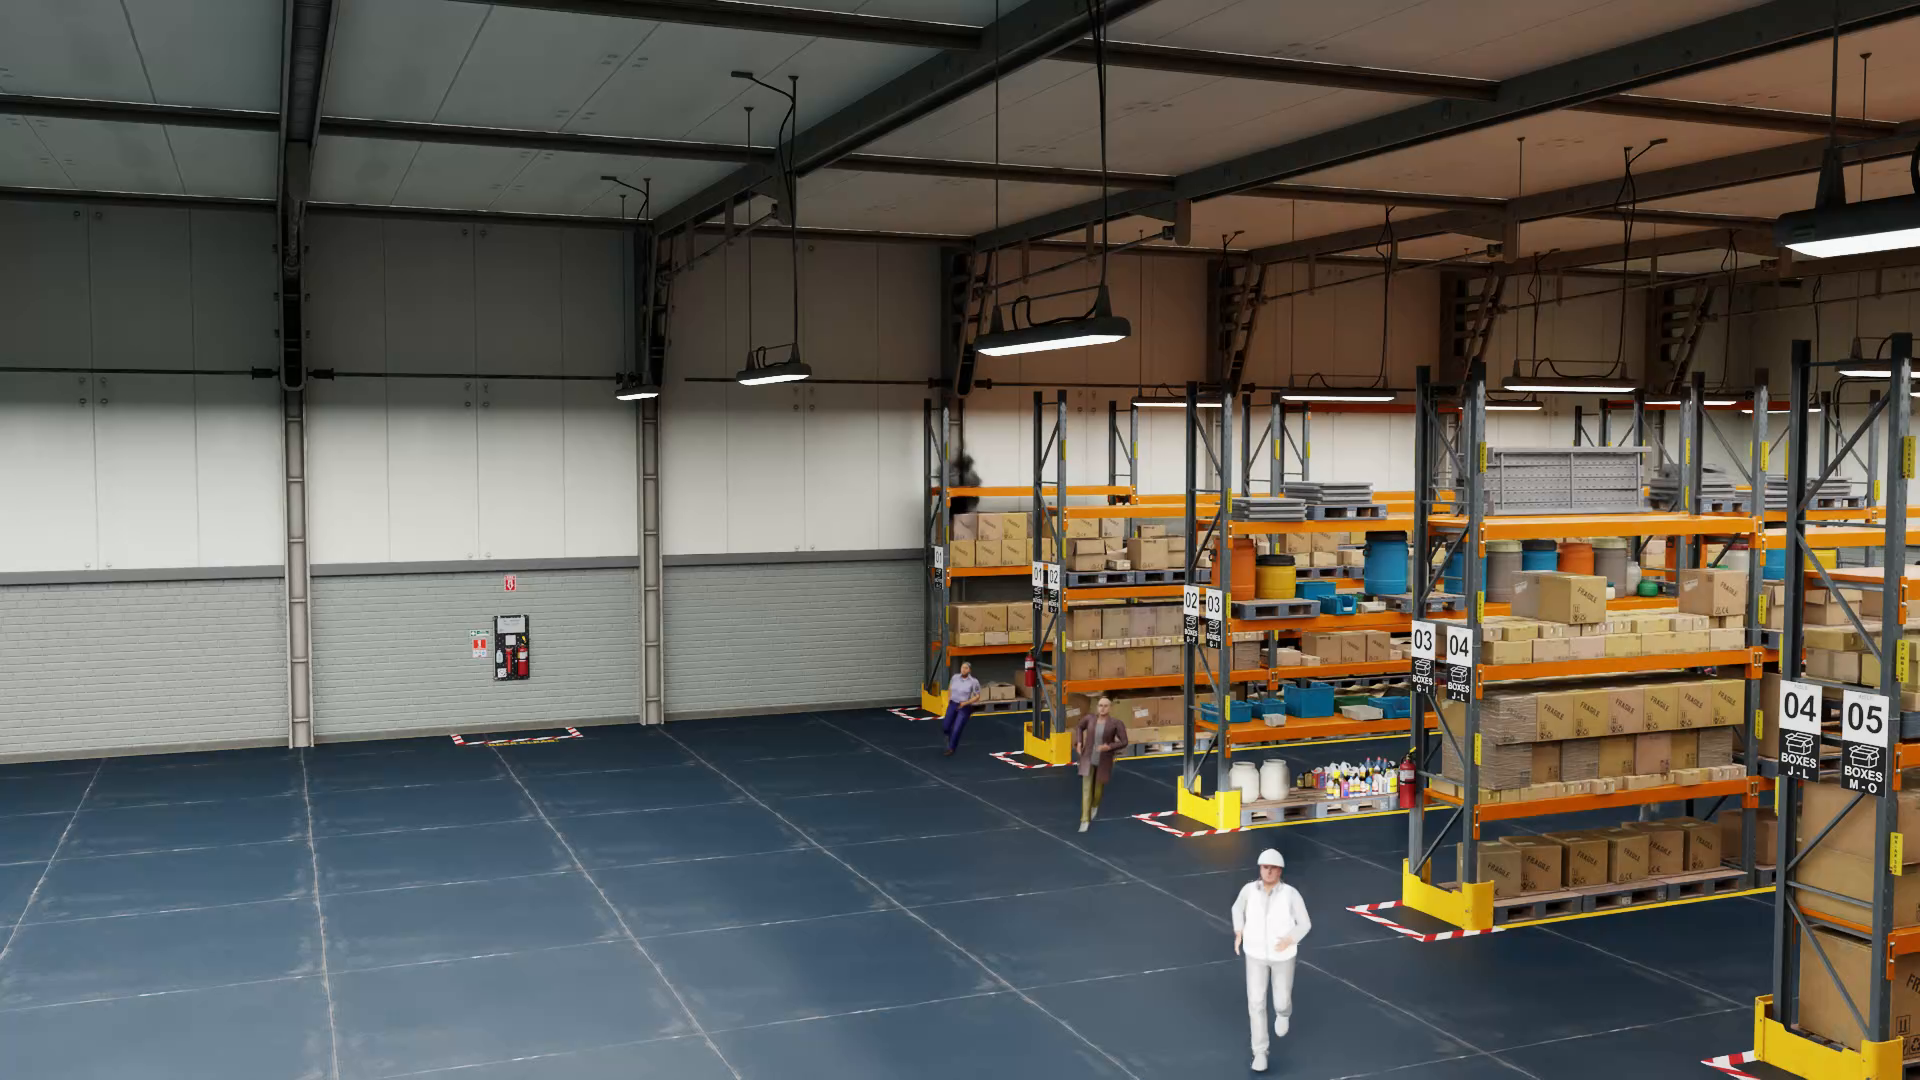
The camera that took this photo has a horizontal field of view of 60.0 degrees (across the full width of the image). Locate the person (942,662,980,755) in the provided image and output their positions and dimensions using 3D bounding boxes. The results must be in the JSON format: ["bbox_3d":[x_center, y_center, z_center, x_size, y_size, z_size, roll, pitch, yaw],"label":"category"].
[{"bbox_3d":[0.019,2.782,27.434,0.687,1.545,0.555,1,4,23],"label":"person"}]

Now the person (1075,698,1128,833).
[{"bbox_3d":[1.893,2.995,22.352,0.746,1.779,0.942,1,3,14],"label":"person"}]

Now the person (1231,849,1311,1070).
[{"bbox_3d":[2.592,3.454,13.936,0.684,1.750,0.909,1,4,18],"label":"person"}]

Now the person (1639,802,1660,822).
[{"bbox_3d":[9.259,3.030,22.280,0.662,1.671,0.617,-3,4,-38],"label":"person"}]
